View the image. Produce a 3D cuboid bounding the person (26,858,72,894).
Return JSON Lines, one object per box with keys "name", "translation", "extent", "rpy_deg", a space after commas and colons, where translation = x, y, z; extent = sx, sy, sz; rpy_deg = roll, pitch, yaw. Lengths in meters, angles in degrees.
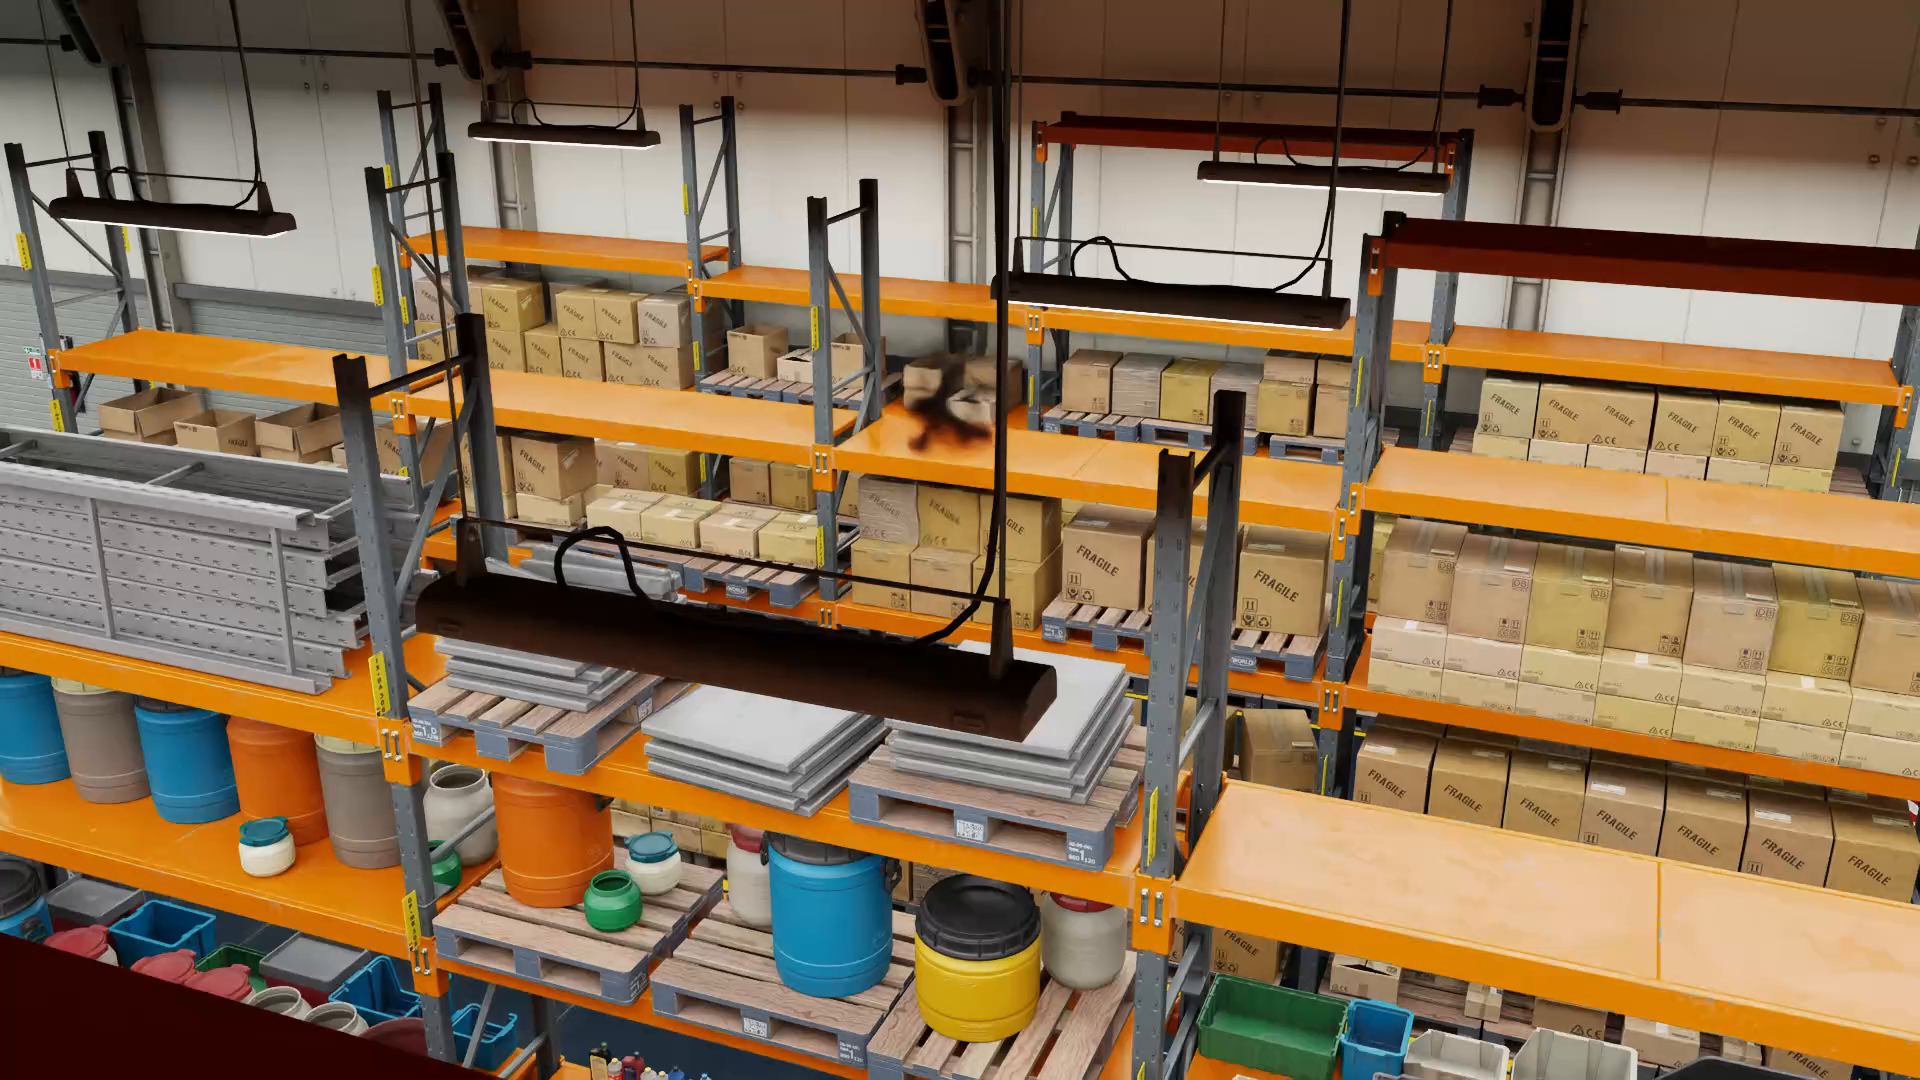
{"name": "person", "translation": [-7.473, 2.446, 13.569], "extent": [0.806, 1.705, 0.555], "rpy_deg": [2, 21, 4]}
